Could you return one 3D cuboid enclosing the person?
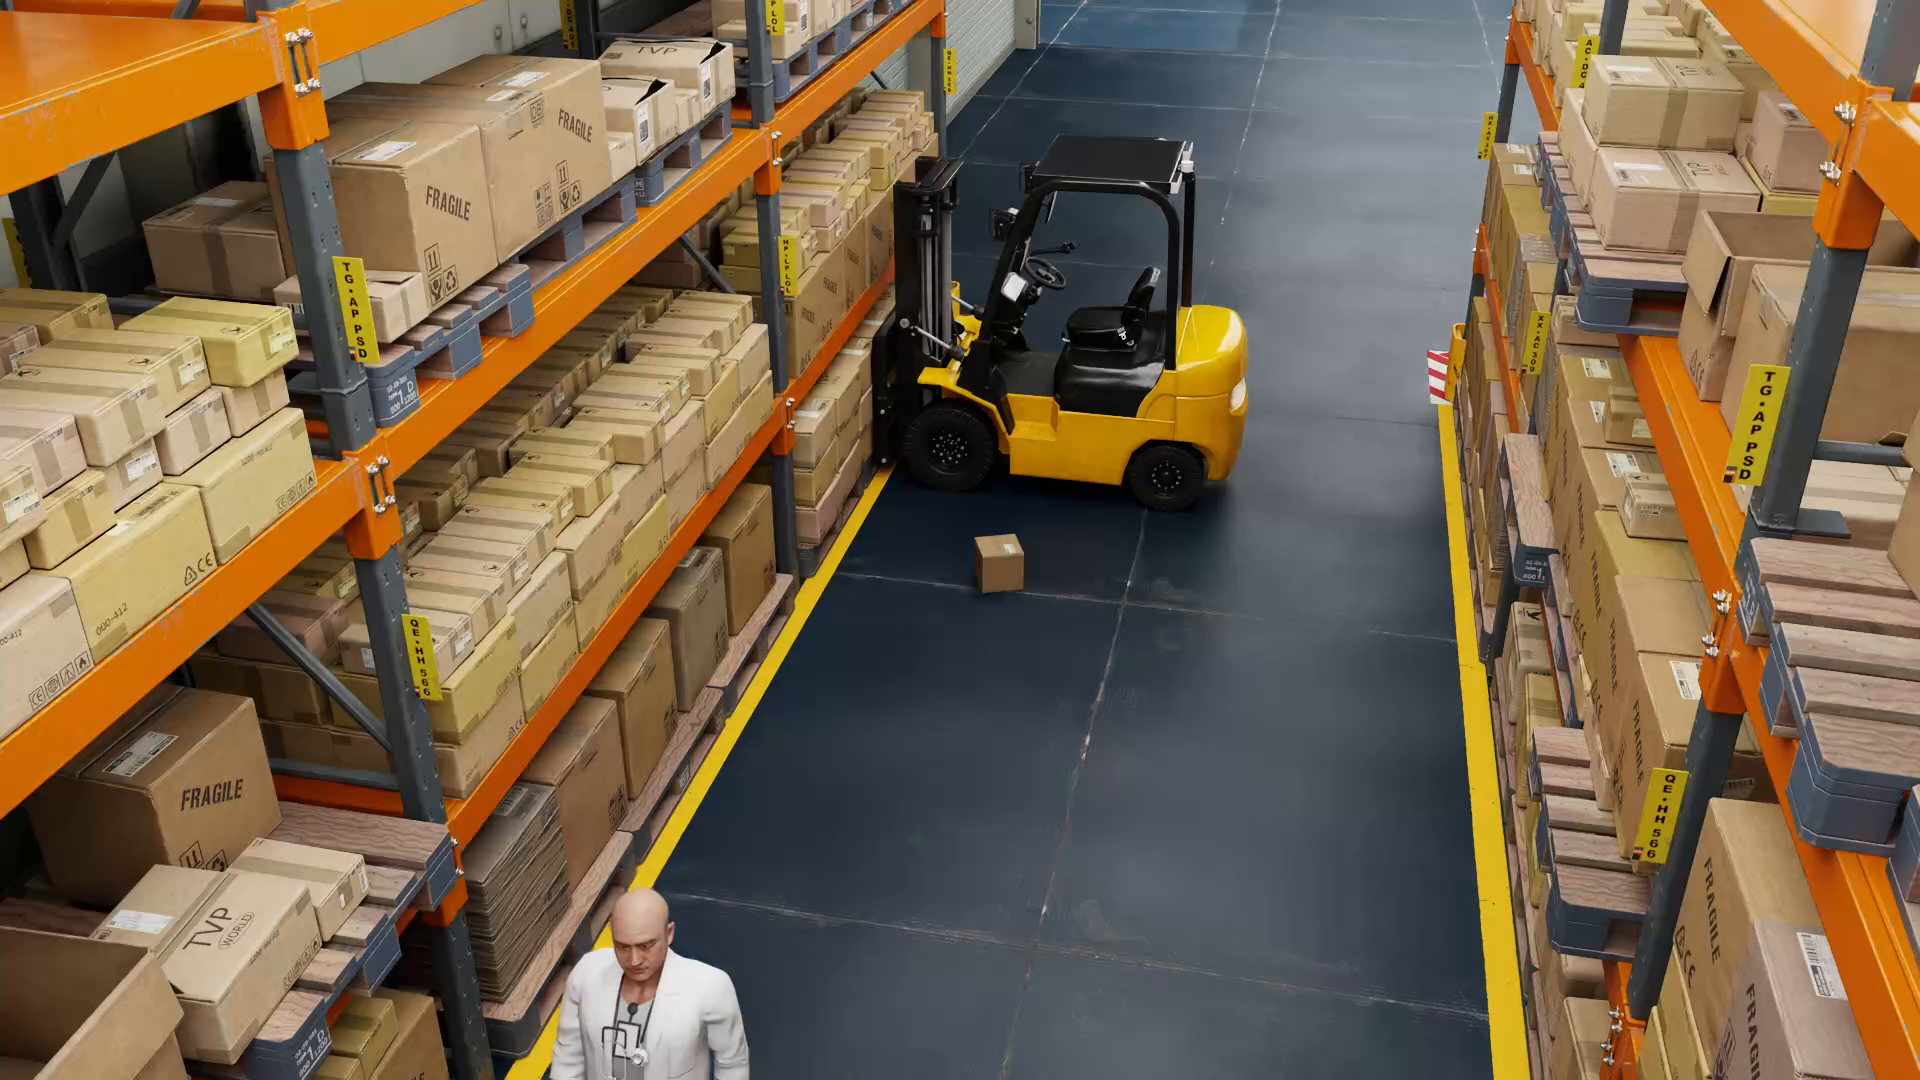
[{"bbox_3d":[-1.002,1.899,5.099,0.576,1.755,0.894,8,29,14],"label":"person"}]
